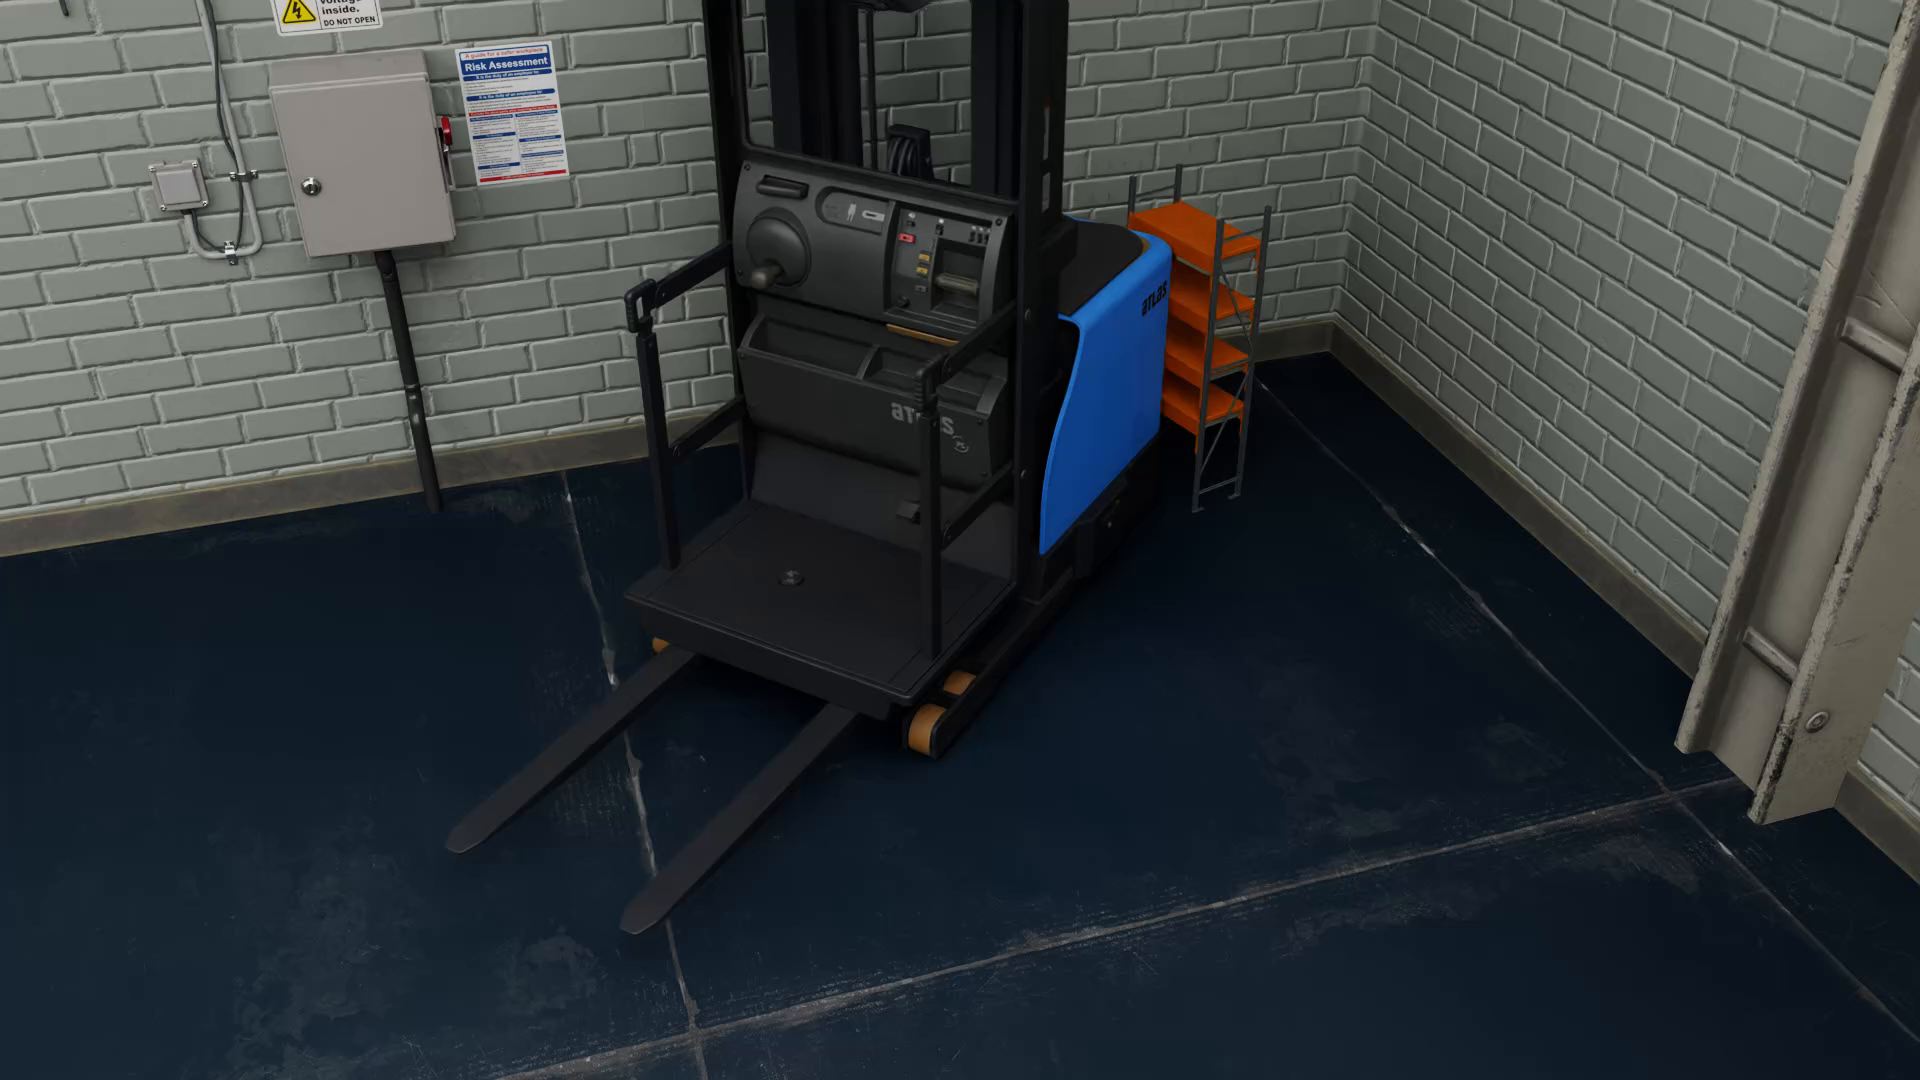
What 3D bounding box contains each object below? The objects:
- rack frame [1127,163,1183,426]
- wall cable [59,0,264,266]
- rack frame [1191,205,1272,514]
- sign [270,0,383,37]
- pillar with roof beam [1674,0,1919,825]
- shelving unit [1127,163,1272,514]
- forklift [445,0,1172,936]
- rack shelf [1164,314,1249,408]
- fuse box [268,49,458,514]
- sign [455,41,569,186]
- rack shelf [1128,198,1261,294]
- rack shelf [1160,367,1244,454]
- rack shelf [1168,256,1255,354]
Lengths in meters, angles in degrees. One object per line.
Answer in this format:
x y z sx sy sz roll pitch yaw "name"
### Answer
0.726 -0.866 6.472 0.240 1.200 0.015 -20 38 -27 "rack frame"
-2.689 -1.751 5.257 0.588 1.984 0.122 -10 35 -15 "wall cable"
0.994 -0.641 6.132 0.240 1.200 0.015 -20 38 -27 "rack frame"
-2.107 -1.803 5.508 0.339 0.242 0.001 -10 35 -15 "sign"
-1.632 -2.308 1.581 9.100 9.000 0.400 -10 35 -15 "pillar with roof beam"
0.860 -0.754 6.302 0.258 1.200 0.503 -20 38 -27 "shelving unit"
-0.387 -0.832 4.850 1.130 2.935 3.031 17 37 24 "forklift"
0.860 -0.697 6.339 0.258 0.148 0.480 -20 38 -27 "rack shelf"
-1.991 -0.821 5.941 0.539 1.711 0.414 -10 35 -15 "fuse box"
-1.584 -1.511 5.902 0.329 0.494 0.001 -10 35 -15 "sign"
0.860 -1.081 6.085 0.258 0.148 0.480 -20 38 -27 "rack shelf"
0.860 -0.532 6.449 0.258 0.148 0.480 -20 38 -27 "rack shelf"
0.860 -0.884 6.216 0.258 0.148 0.480 -20 38 -27 "rack shelf"
